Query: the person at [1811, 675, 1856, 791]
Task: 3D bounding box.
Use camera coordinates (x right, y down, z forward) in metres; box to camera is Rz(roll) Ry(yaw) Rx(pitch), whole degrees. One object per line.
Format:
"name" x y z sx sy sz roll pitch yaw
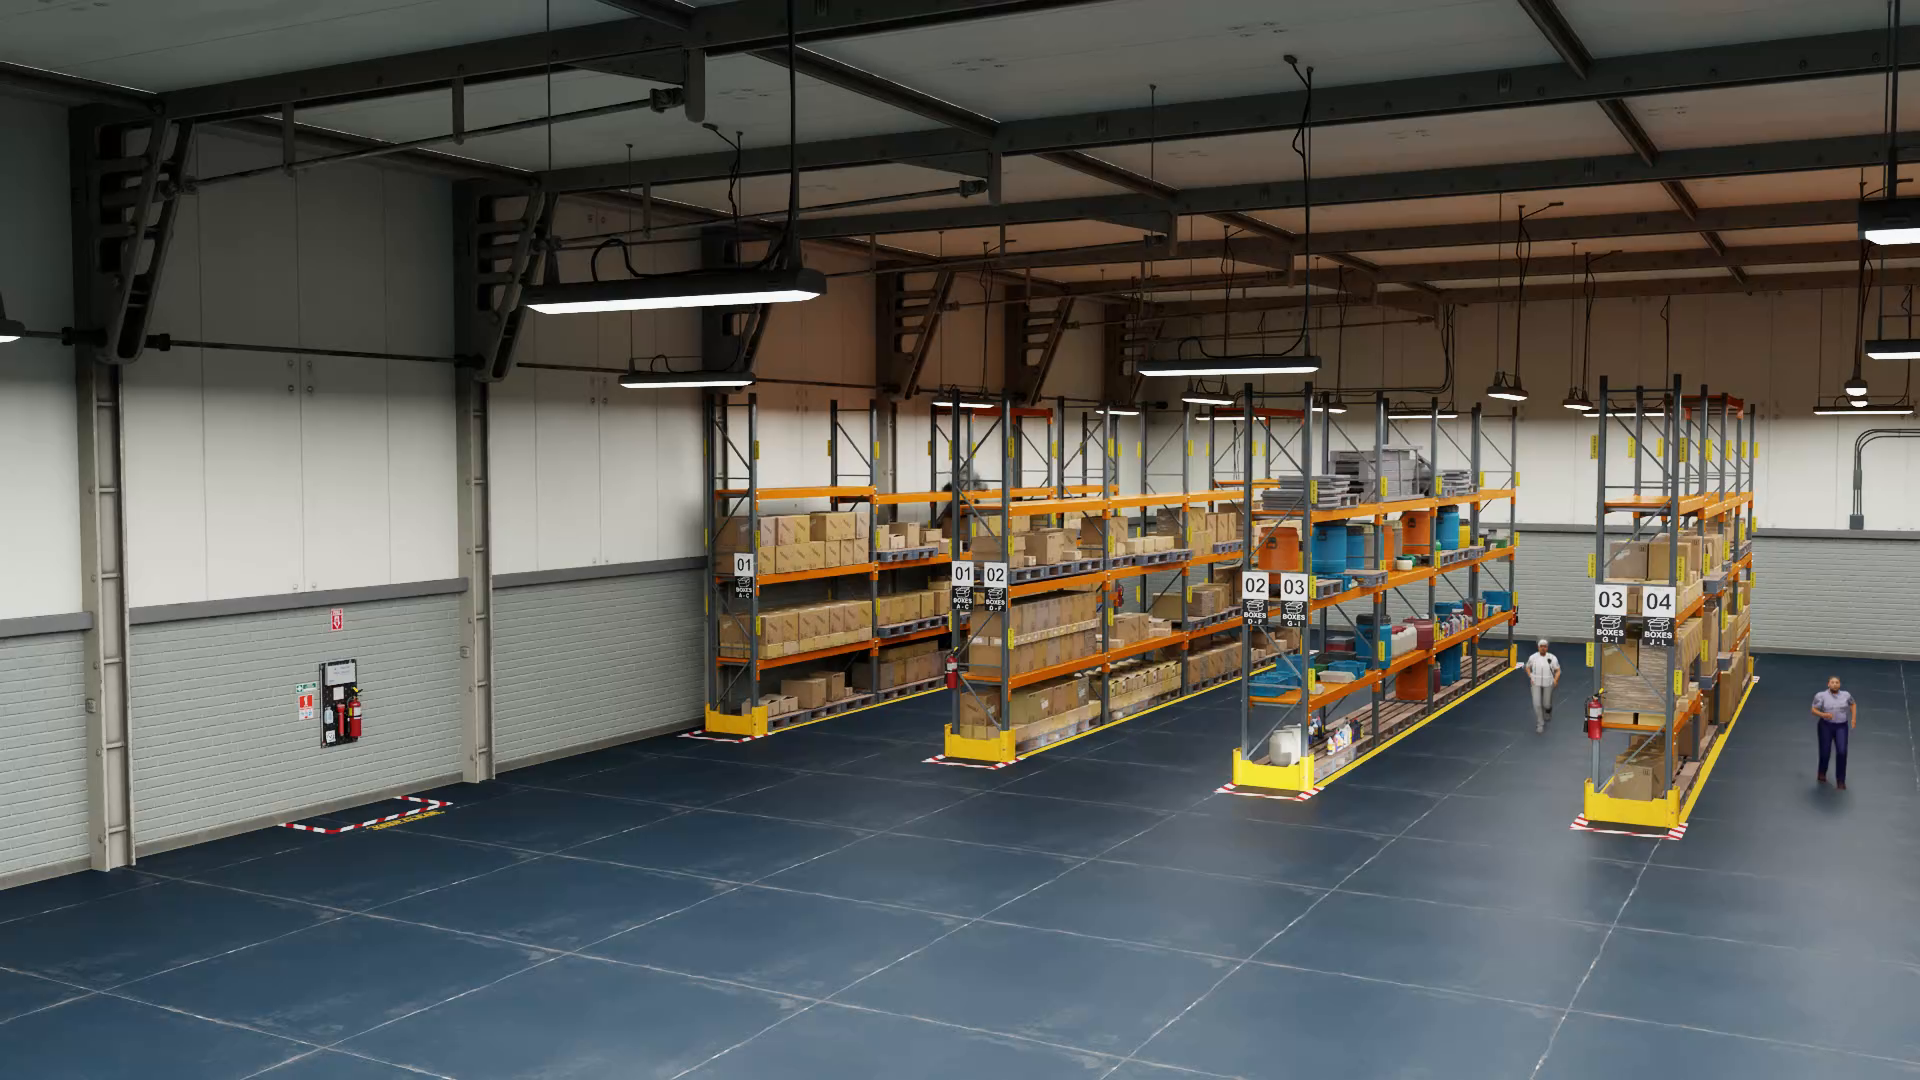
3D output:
"person" 12.974 2.867 24.713 0.622 1.714 0.752 1 3 20

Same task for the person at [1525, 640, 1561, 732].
"person" 10.425 2.596 29.762 0.608 1.632 0.592 1 3 23
